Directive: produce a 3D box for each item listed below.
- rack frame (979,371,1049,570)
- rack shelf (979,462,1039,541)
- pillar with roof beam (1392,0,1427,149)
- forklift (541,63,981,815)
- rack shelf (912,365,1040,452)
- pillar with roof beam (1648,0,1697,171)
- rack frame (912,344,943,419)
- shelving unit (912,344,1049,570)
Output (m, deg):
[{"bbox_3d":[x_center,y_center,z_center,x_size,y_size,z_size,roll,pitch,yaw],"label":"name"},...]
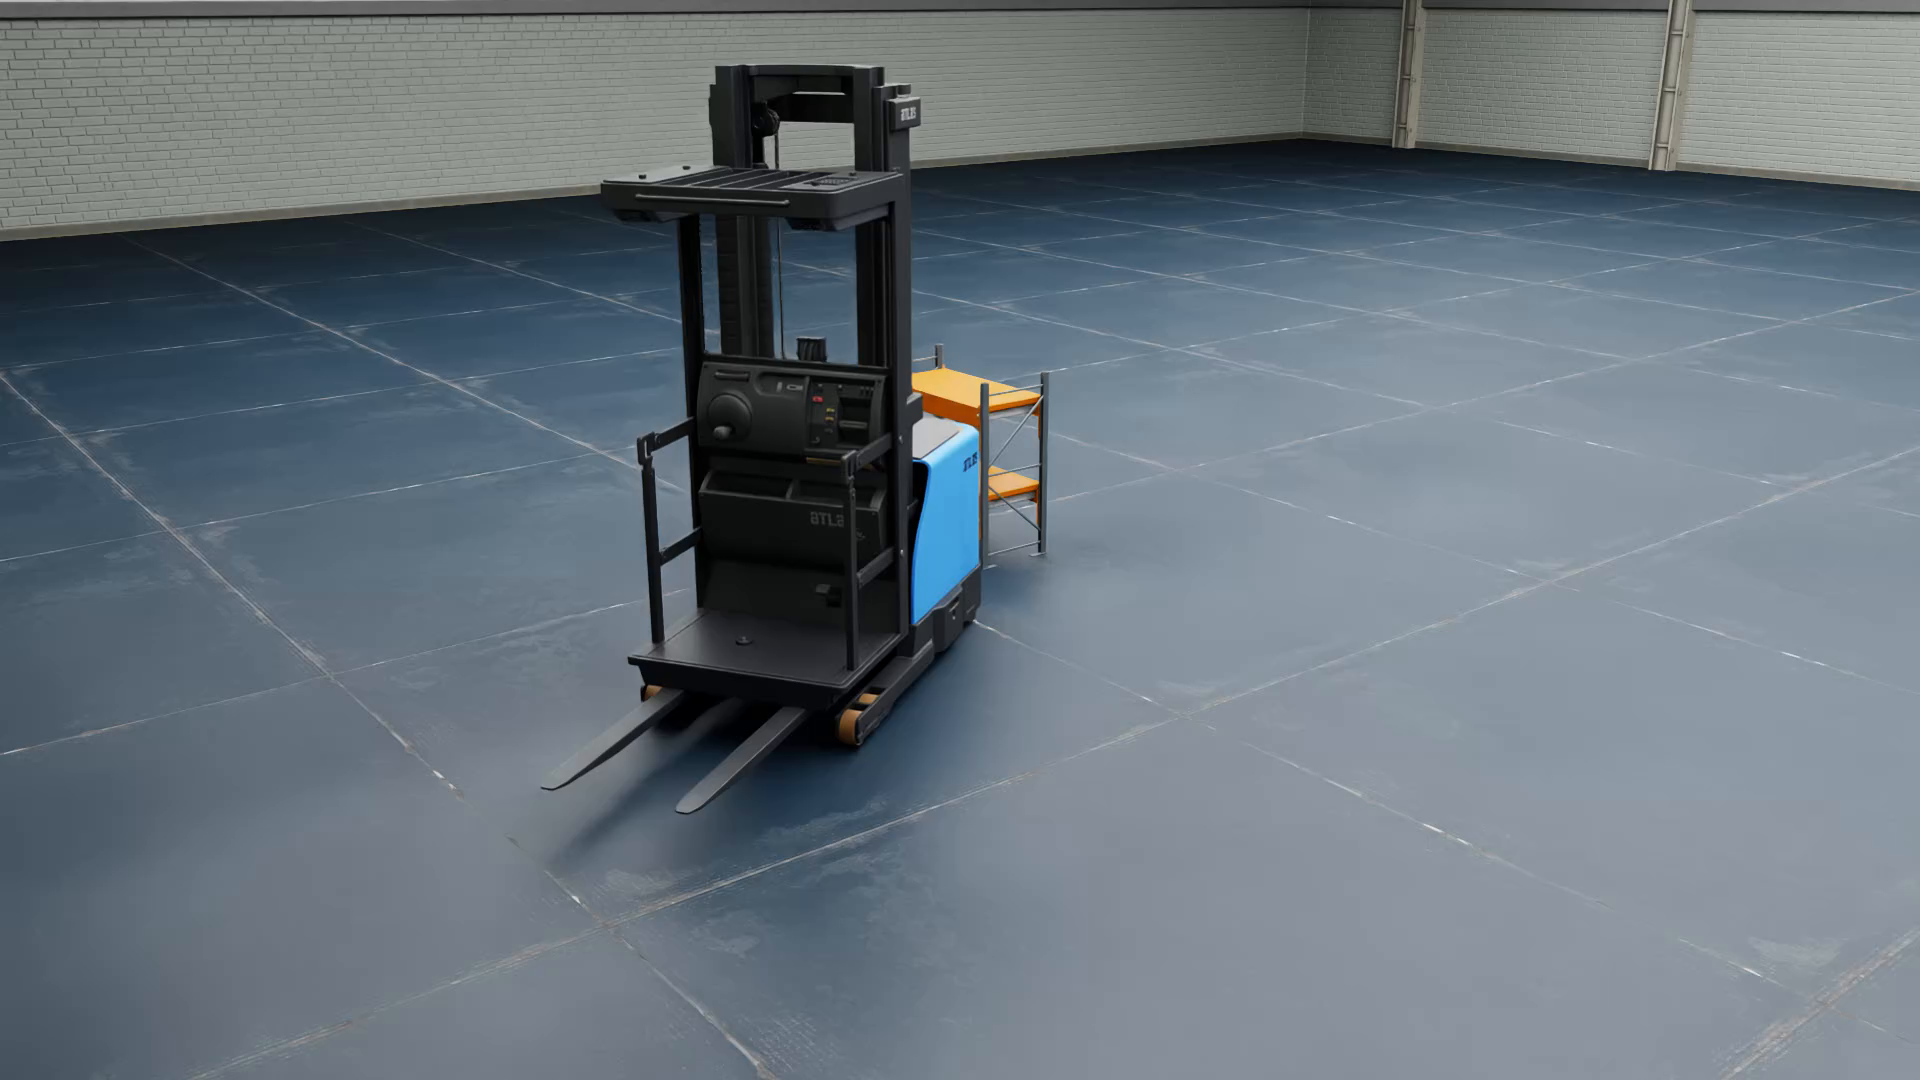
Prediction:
[{"bbox_3d":[0.320,-0.407,9.802,0.500,1.125,0.032,-14,23,-36],"label":"rack frame"},{"bbox_3d":[0.004,-0.300,10.258,0.538,0.278,1.000,-14,23,-36],"label":"rack shelf"},{"bbox_3d":[6.252,-11.952,32.141,9.100,9.000,0.400,-14,23,-36],"label":"pillar with roof beam"},{"bbox_3d":[-0.859,-0.601,7.516,1.130,2.935,3.031,6,19,19],"label":"forklift"},{"bbox_3d":[0.004,-0.810,10.089,0.538,0.278,1.000,-14,23,-36],"label":"rack shelf"},{"bbox_3d":[9.978,-10.473,27.676,9.100,9.000,0.400,-14,23,-36],"label":"pillar with roof beam"},{"bbox_3d":[-0.311,-0.658,10.559,0.500,1.125,0.032,-14,23,-36],"label":"rack frame"},{"bbox_3d":[0.004,-0.532,10.181,0.538,1.125,1.048,-14,23,-36],"label":"shelving unit"}]
